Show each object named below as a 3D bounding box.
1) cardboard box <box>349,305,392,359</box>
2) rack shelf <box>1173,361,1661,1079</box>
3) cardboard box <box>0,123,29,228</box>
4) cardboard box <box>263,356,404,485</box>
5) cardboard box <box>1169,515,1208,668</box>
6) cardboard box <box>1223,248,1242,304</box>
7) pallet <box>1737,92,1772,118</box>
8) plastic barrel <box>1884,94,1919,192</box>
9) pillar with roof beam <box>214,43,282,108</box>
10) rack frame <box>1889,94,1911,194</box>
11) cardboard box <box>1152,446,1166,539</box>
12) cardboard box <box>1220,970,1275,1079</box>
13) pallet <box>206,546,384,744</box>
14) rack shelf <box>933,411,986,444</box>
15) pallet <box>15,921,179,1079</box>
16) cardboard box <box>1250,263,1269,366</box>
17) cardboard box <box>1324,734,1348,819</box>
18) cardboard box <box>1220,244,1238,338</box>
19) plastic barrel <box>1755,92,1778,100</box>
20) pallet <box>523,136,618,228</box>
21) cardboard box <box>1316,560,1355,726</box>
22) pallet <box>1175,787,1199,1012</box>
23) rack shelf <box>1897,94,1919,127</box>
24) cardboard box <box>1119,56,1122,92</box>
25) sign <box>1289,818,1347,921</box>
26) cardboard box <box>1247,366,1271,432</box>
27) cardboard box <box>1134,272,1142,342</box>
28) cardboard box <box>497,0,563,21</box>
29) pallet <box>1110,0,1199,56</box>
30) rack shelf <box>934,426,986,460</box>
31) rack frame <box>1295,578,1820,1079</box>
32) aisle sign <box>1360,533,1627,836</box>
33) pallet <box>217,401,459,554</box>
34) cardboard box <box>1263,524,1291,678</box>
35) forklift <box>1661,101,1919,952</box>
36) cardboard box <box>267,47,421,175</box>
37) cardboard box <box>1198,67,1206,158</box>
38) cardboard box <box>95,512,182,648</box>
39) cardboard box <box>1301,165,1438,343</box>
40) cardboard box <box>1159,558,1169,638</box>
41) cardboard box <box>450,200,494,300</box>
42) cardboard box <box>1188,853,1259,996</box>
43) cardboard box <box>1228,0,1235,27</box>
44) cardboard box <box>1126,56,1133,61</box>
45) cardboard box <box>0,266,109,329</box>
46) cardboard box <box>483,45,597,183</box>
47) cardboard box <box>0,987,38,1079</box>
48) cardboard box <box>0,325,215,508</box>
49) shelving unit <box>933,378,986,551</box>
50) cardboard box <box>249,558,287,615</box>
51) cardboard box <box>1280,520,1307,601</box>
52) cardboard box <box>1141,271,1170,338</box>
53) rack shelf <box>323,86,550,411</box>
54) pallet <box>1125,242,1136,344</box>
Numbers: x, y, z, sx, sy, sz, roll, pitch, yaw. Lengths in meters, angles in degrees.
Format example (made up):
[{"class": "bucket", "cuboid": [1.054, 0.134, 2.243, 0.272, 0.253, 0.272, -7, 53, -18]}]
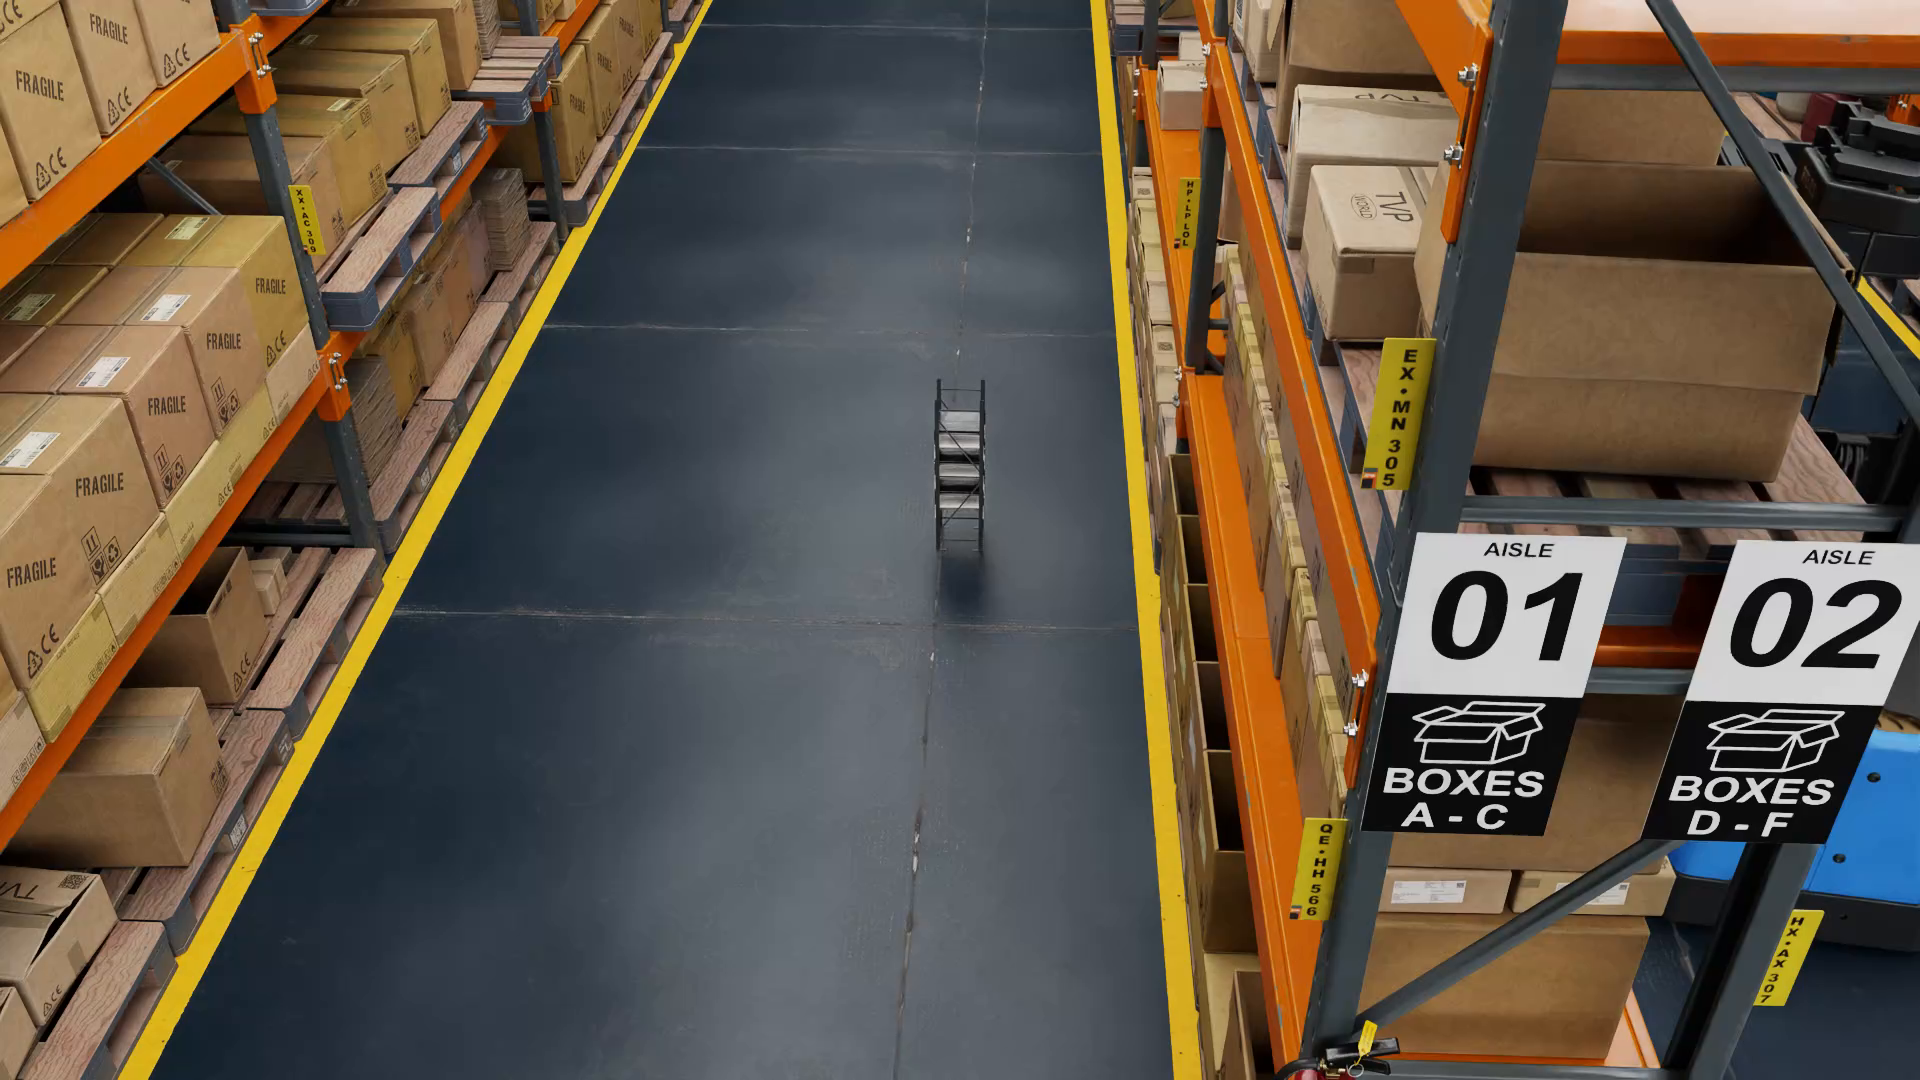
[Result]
[{"class": "cardboard box", "cuboid": [-3.400, -1.204, 8.940, 0.500, 0.250, 0.500, 1, 35, 1]}, {"class": "rack shelf", "cuboid": [1.442, 0.492, 6.013, 1.077, 0.370, 4.000, 1, 35, 2]}, {"class": "cardboard box", "cuboid": [-3.250, -1.143, 5.000, 0.500, 0.500, 0.500, 3, 35, 5]}, {"class": "cardboard box", "cuboid": [-3.414, -0.645, 8.795, 0.700, 0.500, 0.500, 2, 35, 3]}, {"class": "cardboard box", "cuboid": [1.179, 0.241, 7.118, 0.500, 0.500, 0.500, 1, 35, 2]}, {"class": "cardboard box", "cuboid": [1.318, -1.108, 7.013, 0.380, 0.149, 0.250, 1, 35, 2]}, {"class": "pallet", "cuboid": [6.720, -3.848, 13.988, 1.003, 0.211, 1.213, 1, 35, 2]}, {"class": "plastic barrel", "cuboid": [6.635, -2.699, 11.449, 0.600, 0.830, 0.708, 1, 35, 2]}, {"class": "pillar with roof beam", "cuboid": [0.118, -4.990, 7.970, 9.100, 9.000, 0.400, 1, 35, 2]}, {"class": "rack frame", "cuboid": [6.632, -3.133, 10.545, 1.000, 3.000, 0.127, 1, 35, 2]}, {"class": "cardboard box", "cuboid": [1.249, -0.244, 8.460, 0.500, 0.250, 0.500, 1, 35, 1]}, {"class": "cardboard box", "cuboid": [1.086, 1.678, 5.074, 0.500, 0.500, 0.500, 1, 35, 2]}, {"class": "pallet", "cuboid": [-3.419, 0.464, 7.853, 1.003, 0.211, 1.213, 1, 35, 2]}, {"class": "rack shelf", "cuboid": [0.000, -0.566, 8.308, 0.258, 0.077, 0.200, 1, 35, 2]}, {"class": "pallet", "cuboid": [-3.517, 1.865, 5.858, 1.003, 0.211, 1.213, 1, 35, 2]}, {"class": "cardboard box", "cuboid": [1.492, -0.978, 6.263, 0.700, 0.500, 0.500, 1, 35, 2]}, {"class": "cardboard box", "cuboid": [1.196, 0.666, 4.489, 0.380, 0.149, 0.250, 2, 35, 3]}, {"class": "cardboard box", "cuboid": [1.499, -1.174, 7.888, 0.500, 0.250, 0.500, 3, 35, 5]}, {"class": "plastic barrel", "cuboid": [6.726, -4.026, 13.275, 0.600, 0.901, 0.708, 1, 35, 2]}, {"class": "pallet", "cuboid": [-3.160, -2.672, 12.315, 1.003, 0.211, 1.213, 1, 35, 2]}, {"class": "cardboard box", "cuboid": [1.411, 0.174, 4.624, 0.700, 0.500, 0.500, 0, 35, 1]}, {"class": "pallet", "cuboid": [1.402, 1.348, 6.594, 1.003, 0.211, 1.213, 1, 35, 2]}, {"class": "rack shelf", "cuboid": [6.552, -1.690, 9.117, 1.077, 0.370, 4.000, 1, 35, 2]}, {"class": "cardboard box", "cuboid": [1.543, -3.839, 13.341, 0.500, 0.500, 0.500, 2, 35, 2]}, {"class": "sign", "cuboid": [0.820, 0.755, 3.799, 0.100, 0.325, 0.005, 1, 35, 2]}, {"class": "cardboard box", "cuboid": [1.278, -0.521, 6.177, 0.380, 0.149, 0.250, 0, 35, 0]}, {"class": "cardboard box", "cuboid": [1.334, -1.415, 10.126, 0.500, 0.250, 0.500, 0, 35, 1]}, {"class": "cardboard box", "cuboid": [-2.992, -3.806, 11.140, 0.500, 0.500, 0.500, 2, 35, 3]}, {"class": "pallet", "cuboid": [1.640, -3.562, 11.323, 1.213, 0.211, 1.003, 1, 35, 2]}, {"class": "rack shelf", "cuboid": [0.000, -0.493, 8.359, 0.258, 0.077, 0.200, 1, 35, 2]}, {"class": "rack frame", "cuboid": [1.362, 1.346, 4.171, 1.000, 3.000, 0.127, 1, 35, 2]}, {"class": "aisle sign", "cuboid": [1.066, 0.314, 3.380, 0.394, 0.787, 0.004, 1, 35, 2]}, {"class": "pallet", "cuboid": [-3.398, -0.370, 9.039, 1.003, 0.211, 1.213, 1, 35, 2]}, {"class": "cardboard box", "cuboid": [1.453, 0.148, 5.789, 0.700, 0.500, 0.500, 2, 35, 3]}, {"class": "forklift", "cuboid": [3.467, -0.471, 6.817, 1.130, 2.935, 3.031, 6, 36, 8]}, {"class": "cardboard box", "cuboid": [-3.348, -2.276, 8.857, 0.700, 0.500, 0.500, 6, 36, 8]}, {"class": "cardboard box", "cuboid": [1.632, -2.326, 9.310, 0.500, 0.500, 0.500, 0, 35, -1]}, {"class": "cardboard box", "cuboid": [-3.196, 0.133, 6.011, 0.500, 0.250, 0.500, 2, 35, 2]}, {"class": "cardboard box", "cuboid": [1.145, -0.716, 4.141, 0.500, 0.250, 0.500, 1, 35, 2]}, {"class": "cardboard box", "cuboid": [1.201, 0.261, 7.742, 0.500, 0.250, 0.500, 1, 35, 2]}, {"class": "cardboard box", "cuboid": [-3.380, -1.811, 10.456, 0.700, 0.500, 0.500, 1, 35, 2]}, {"class": "cardboard box", "cuboid": [1.114, 1.410, 6.107, 0.500, 0.250, 0.500, 1, 35, 2]}, {"class": "cardboard box", "cuboid": [1.239, -2.166, 5.986, 0.500, 0.500, 0.500, 4, 35, 6]}, {"class": "cardboard box", "cuboid": [1.521, -3.877, 12.743, 0.500, 0.250, 0.500, 1, 35, 1]}, {"class": "cardboard box", "cuboid": [-3.680, -0.755, 6.623, 0.500, 0.500, 0.500, 1, 35, 2]}, {"class": "cardboard box", "cuboid": [-3.106, -3.074, 11.965, 0.750, 0.750, 0.750, 1, 35, 1]}, {"class": "cardboard box", "cuboid": [-3.470, 1.759, 5.540, 0.500, 0.311, 0.500, -2, 35, -3]}, {"class": "cardboard box", "cuboid": [-3.183, -0.463, 6.207, 0.500, 0.500, 0.500, 0, 35, 1]}, {"class": "shelving unit", "cuboid": [0.000, -0.373, 8.444, 0.258, 0.900, 0.210, 1, 35, 2]}, {"class": "cardboard box", "cuboid": [-3.419, 0.223, 7.851, 0.380, 0.166, 0.250, -3, 35, -4]}, {"class": "cardboard box", "cuboid": [1.237, 0.072, 5.333, 0.380, 0.149, 0.250, 2, 35, 3]}, {"class": "cardboard box", "cuboid": [1.313, -1.342, 9.534, 0.500, 0.311, 0.500, 1, 35, 1]}, {"class": "rack shelf", "cuboid": [-3.347, -1.919, 9.443, 1.077, 0.370, 4.000, 1, 35, 2]}, {"class": "pallet", "cuboid": [1.611, -1.637, 10.841, 1.003, 0.211, 1.213, 1, 35, 2]}]
